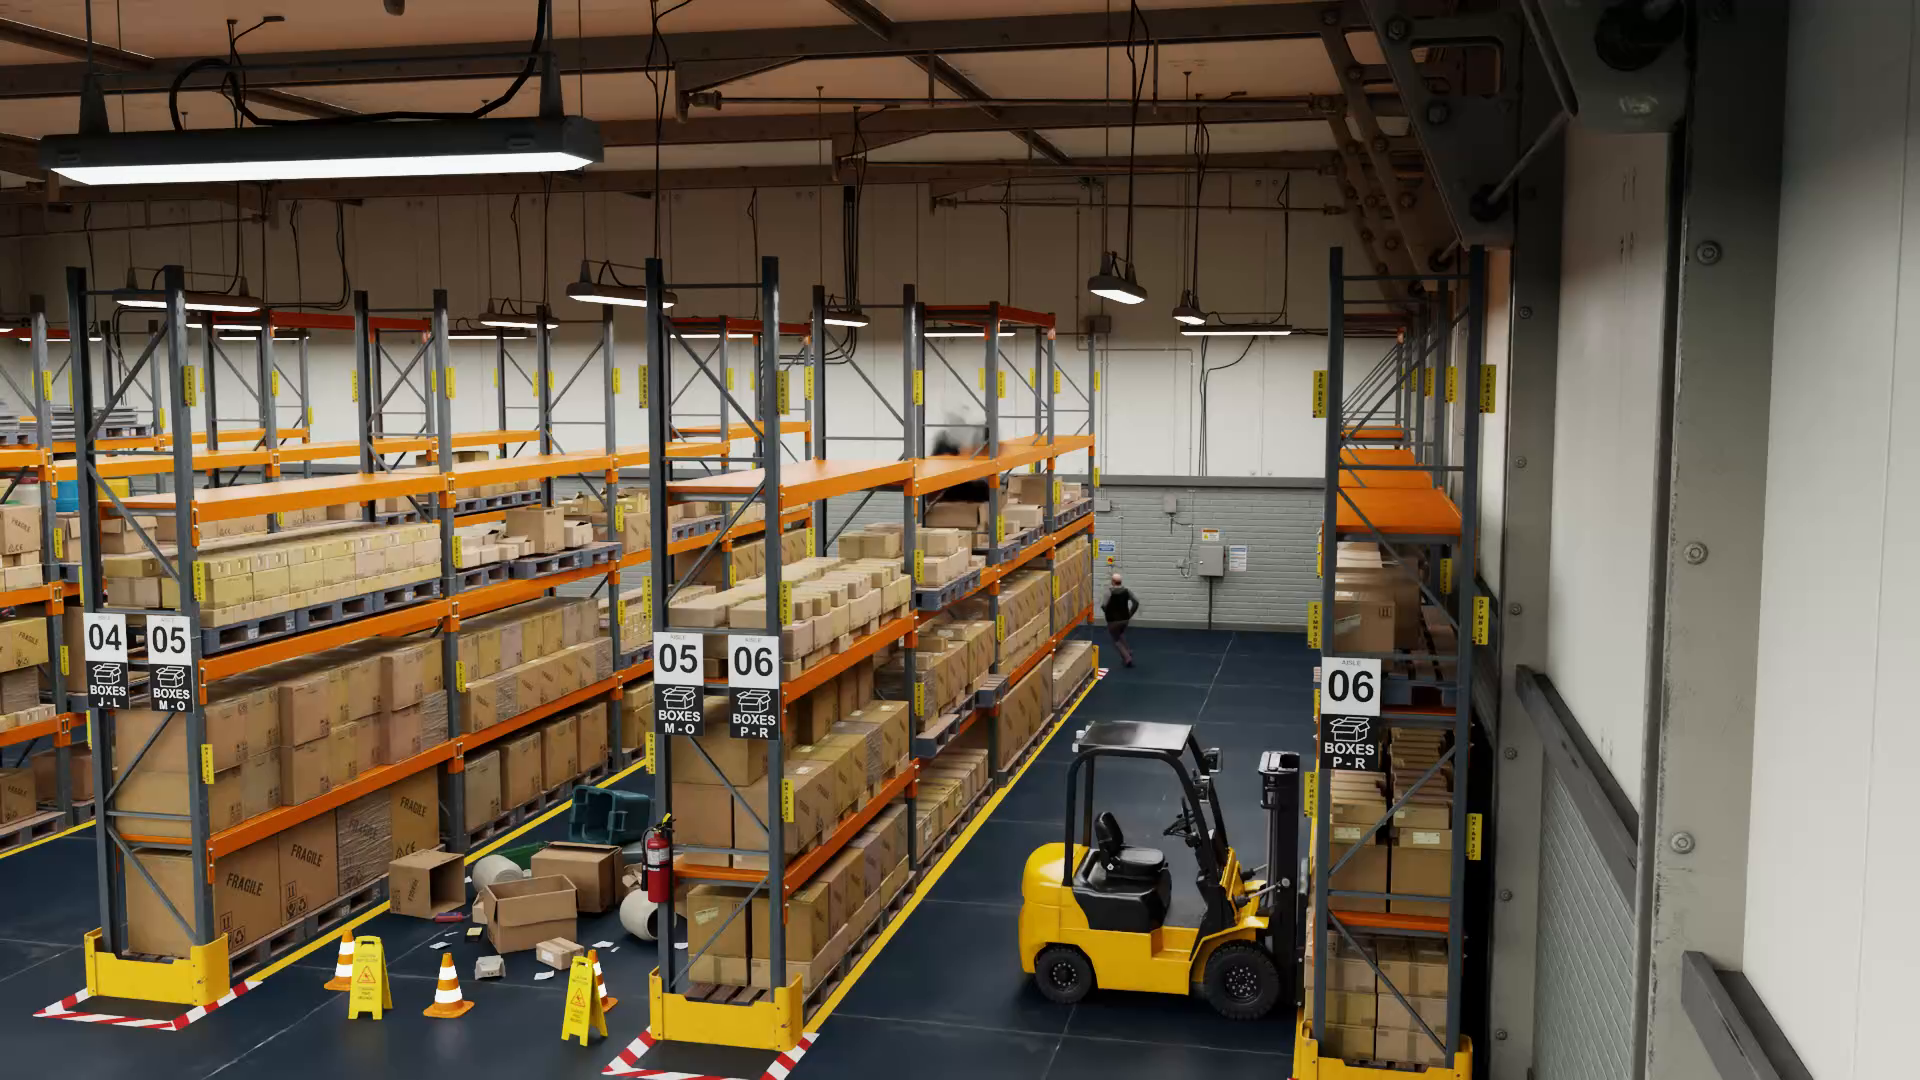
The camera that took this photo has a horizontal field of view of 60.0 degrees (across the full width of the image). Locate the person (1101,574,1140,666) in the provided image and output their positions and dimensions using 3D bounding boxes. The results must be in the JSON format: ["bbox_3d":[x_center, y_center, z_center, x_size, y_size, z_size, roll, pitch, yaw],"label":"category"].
[{"bbox_3d":[2.765,1.408,29.285,0.742,1.680,0.598,-3,6,-24],"label":"person"}]
